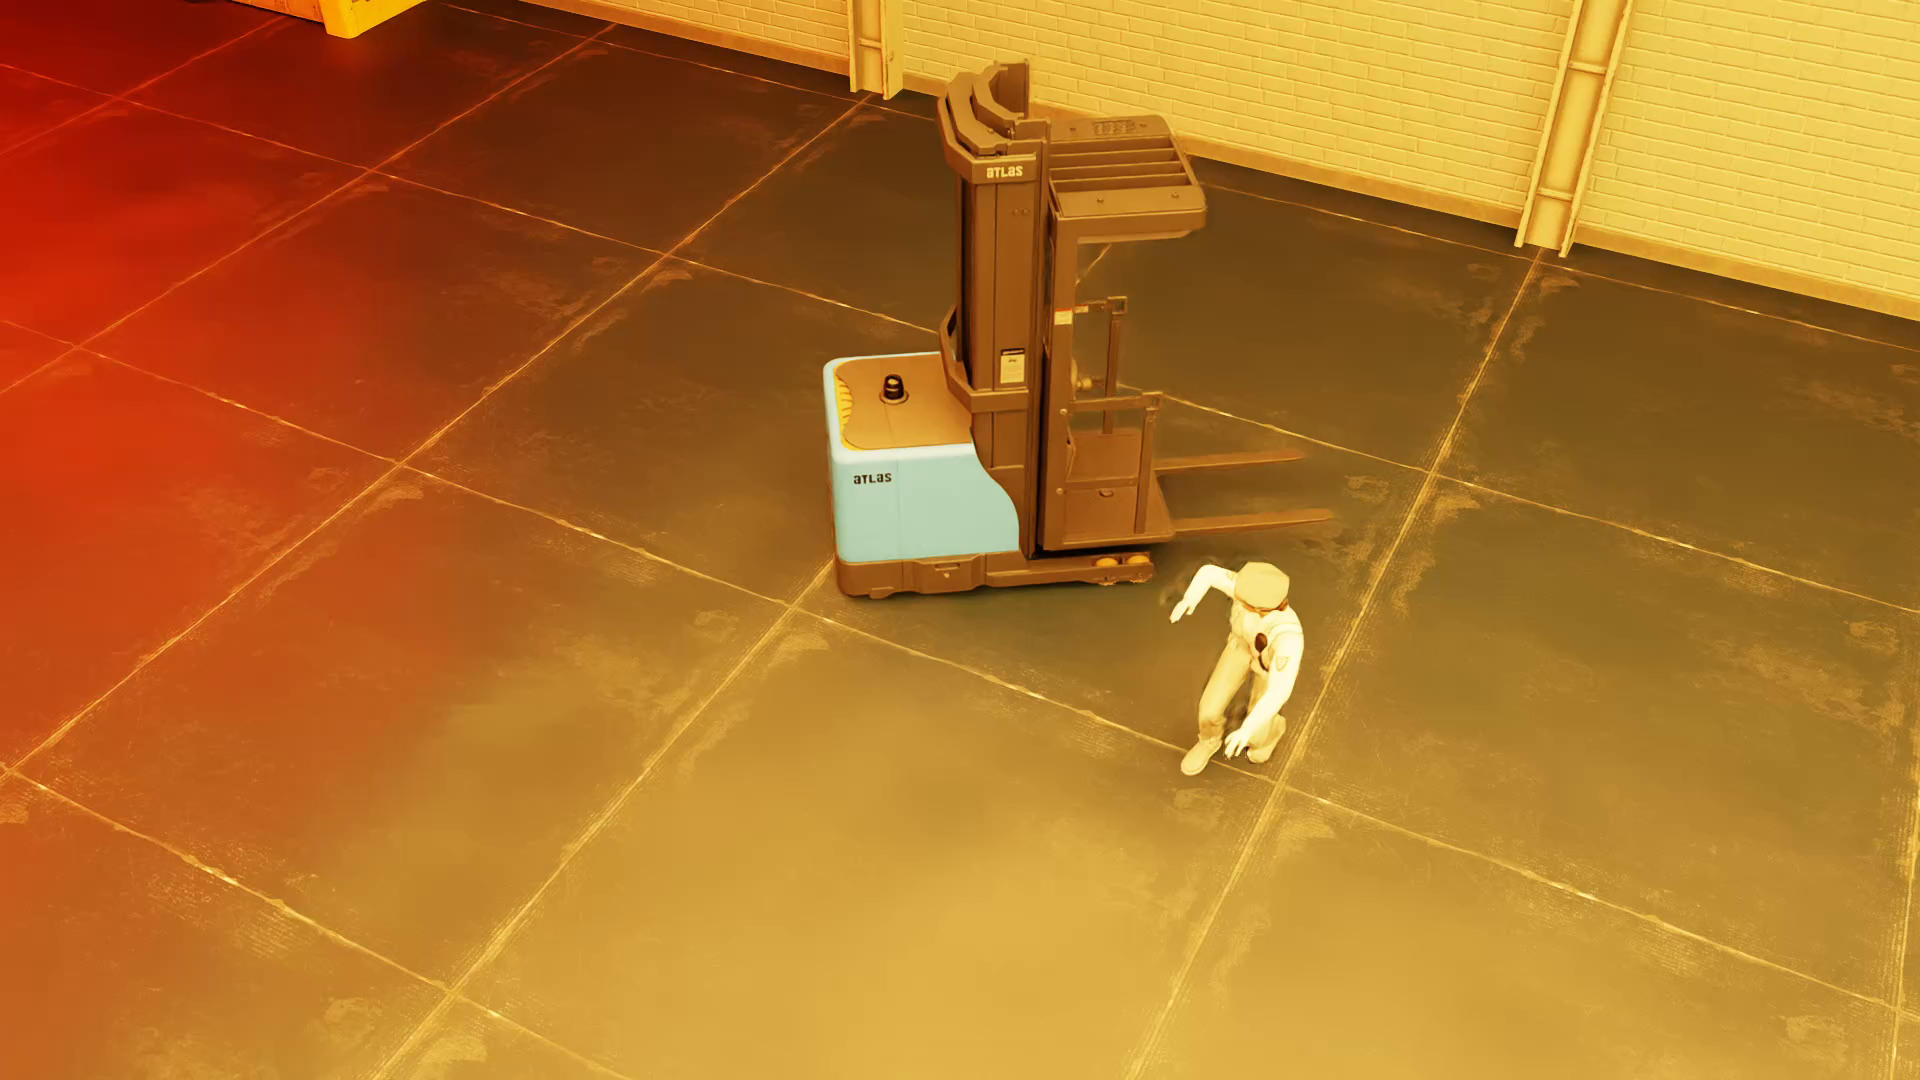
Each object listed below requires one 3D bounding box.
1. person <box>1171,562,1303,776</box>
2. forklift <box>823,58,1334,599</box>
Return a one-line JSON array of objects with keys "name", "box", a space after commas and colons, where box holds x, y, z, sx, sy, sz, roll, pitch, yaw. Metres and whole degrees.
[{"name": "person", "box": [1.395, 0.664, 8.391, 0.723, 1.394, 0.788, 27, 47, 28]}, {"name": "forklift", "box": [0.728, -1.185, 9.394, 3.031, 2.935, 1.130, -4, 40, -5]}]
